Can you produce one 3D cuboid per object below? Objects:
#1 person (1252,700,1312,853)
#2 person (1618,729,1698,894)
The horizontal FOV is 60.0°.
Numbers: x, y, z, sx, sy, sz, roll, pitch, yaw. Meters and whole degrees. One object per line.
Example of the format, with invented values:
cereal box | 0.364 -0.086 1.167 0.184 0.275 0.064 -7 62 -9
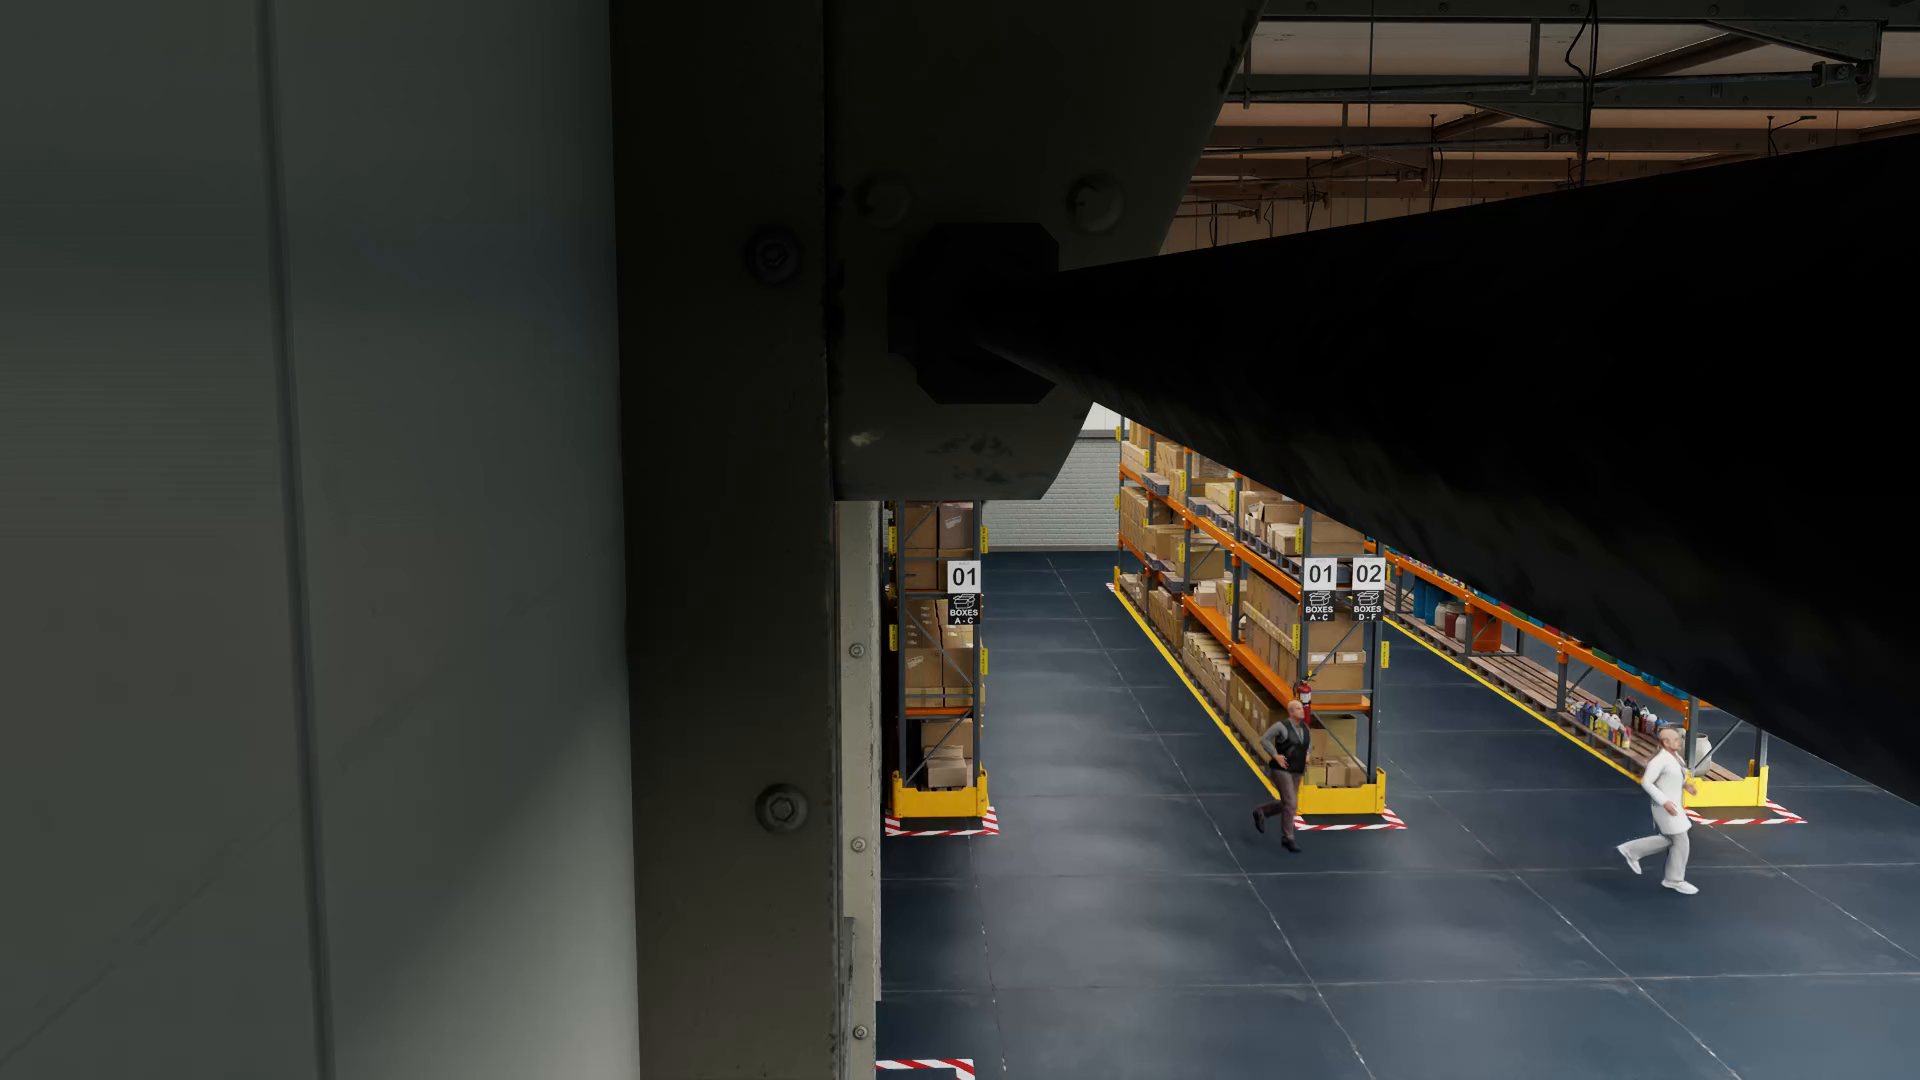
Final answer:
person | 3.840 2.713 19.511 0.695 1.706 0.844 -5 10 -34
person | 7.589 2.897 17.986 0.843 1.773 0.704 5 10 31
